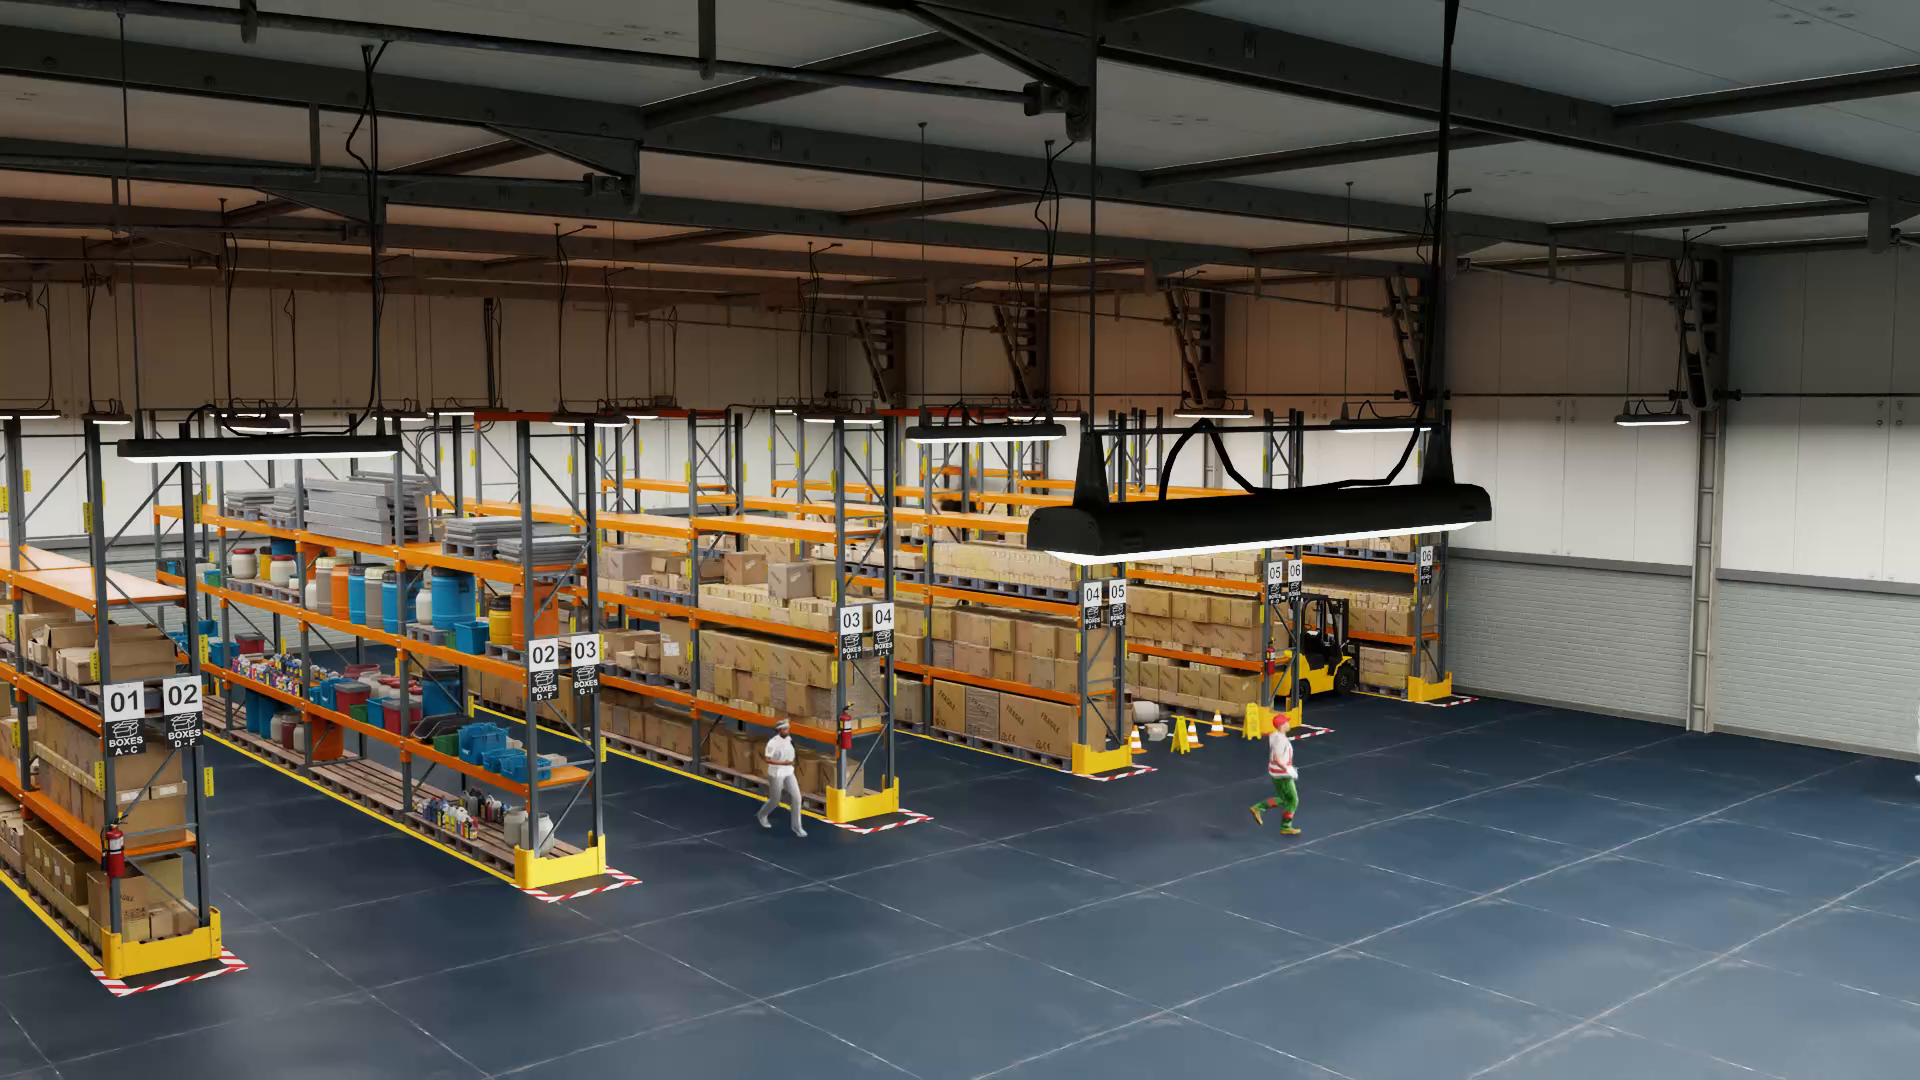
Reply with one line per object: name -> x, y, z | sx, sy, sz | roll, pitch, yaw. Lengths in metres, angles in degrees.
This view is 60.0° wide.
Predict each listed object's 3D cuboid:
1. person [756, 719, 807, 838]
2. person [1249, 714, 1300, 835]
person -> -2.593, 3.398, 23.929 | 0.903, 1.716, 0.609 | 5, 7, 42
person -> 4.541, 3.361, 23.874 | 0.725, 1.747, 0.697 | 0, 5, -1
